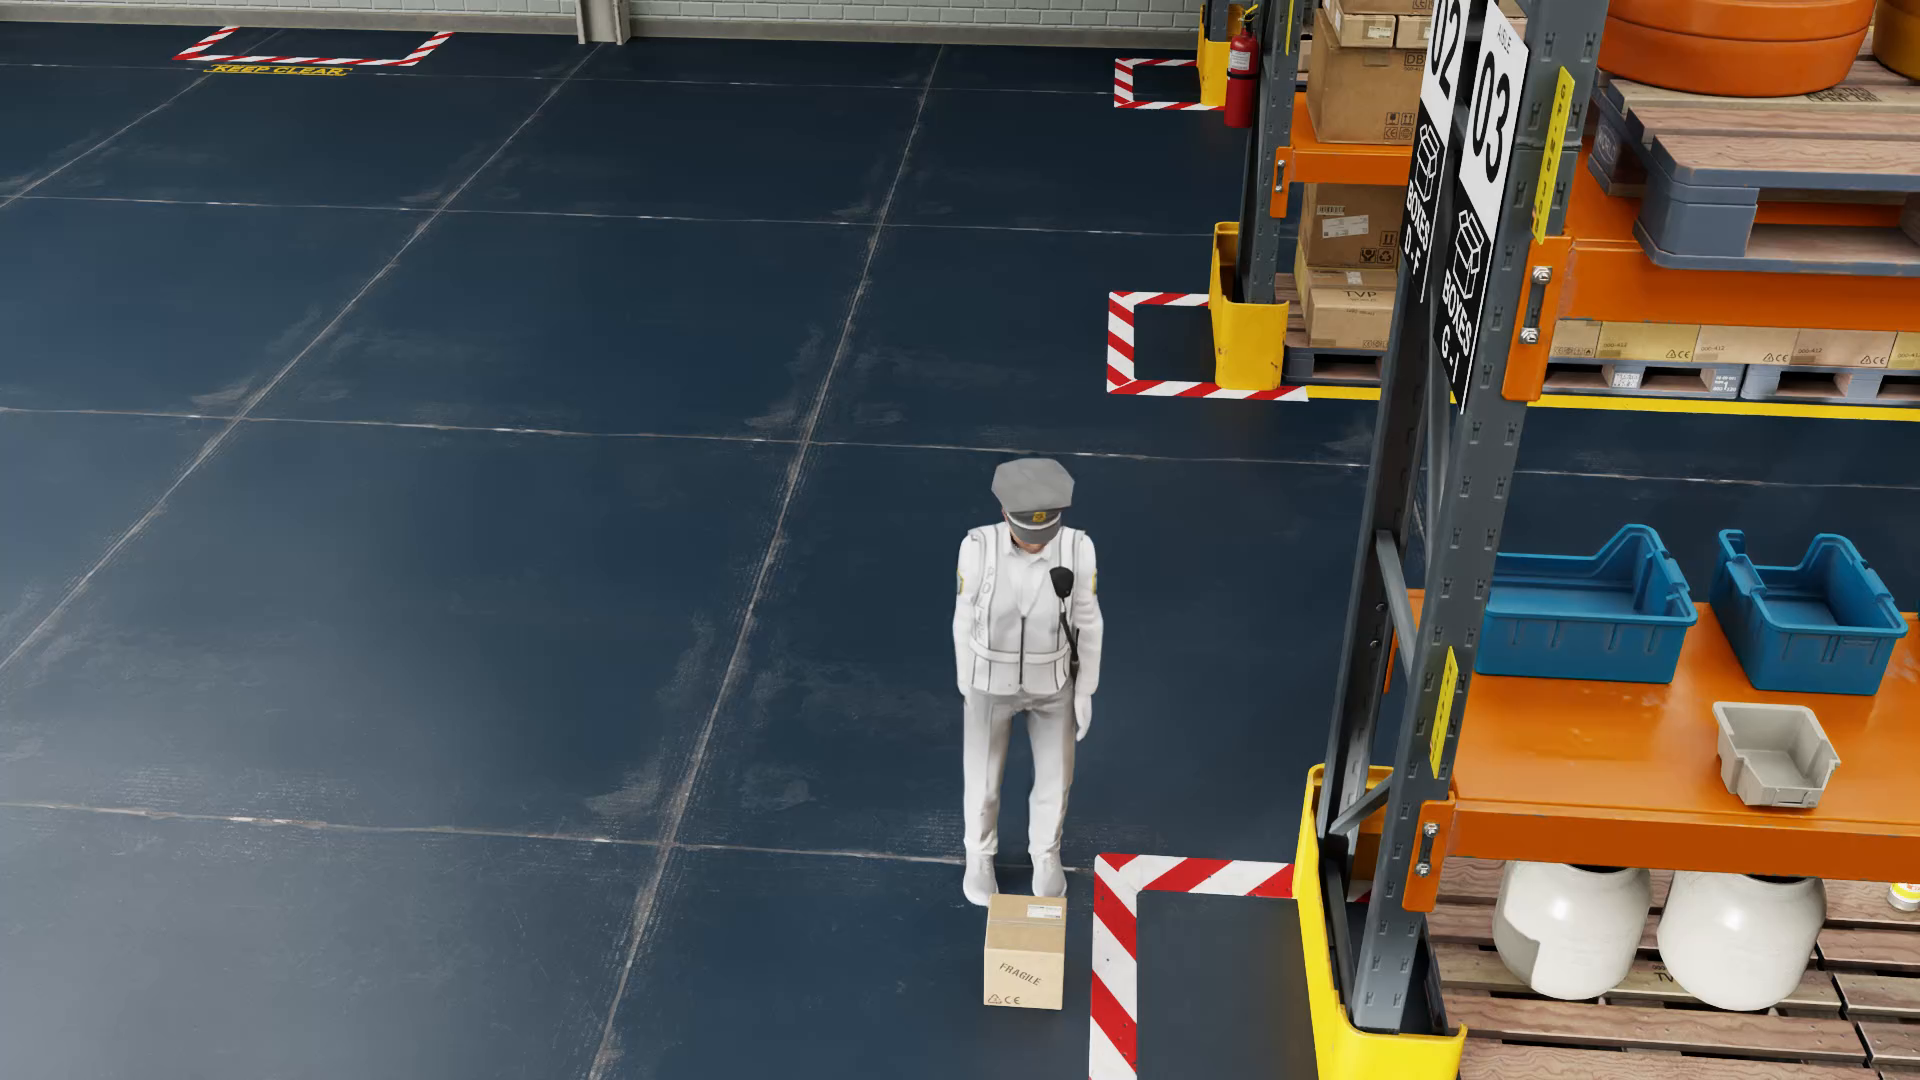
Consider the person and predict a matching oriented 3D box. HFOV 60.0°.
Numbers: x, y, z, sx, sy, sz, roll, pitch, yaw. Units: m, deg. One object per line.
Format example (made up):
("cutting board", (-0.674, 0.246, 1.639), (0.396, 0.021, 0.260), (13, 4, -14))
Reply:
("person", (0.216, 0.482, 5.385), (0.479, 1.657, 0.352), (0, 32, -1))
